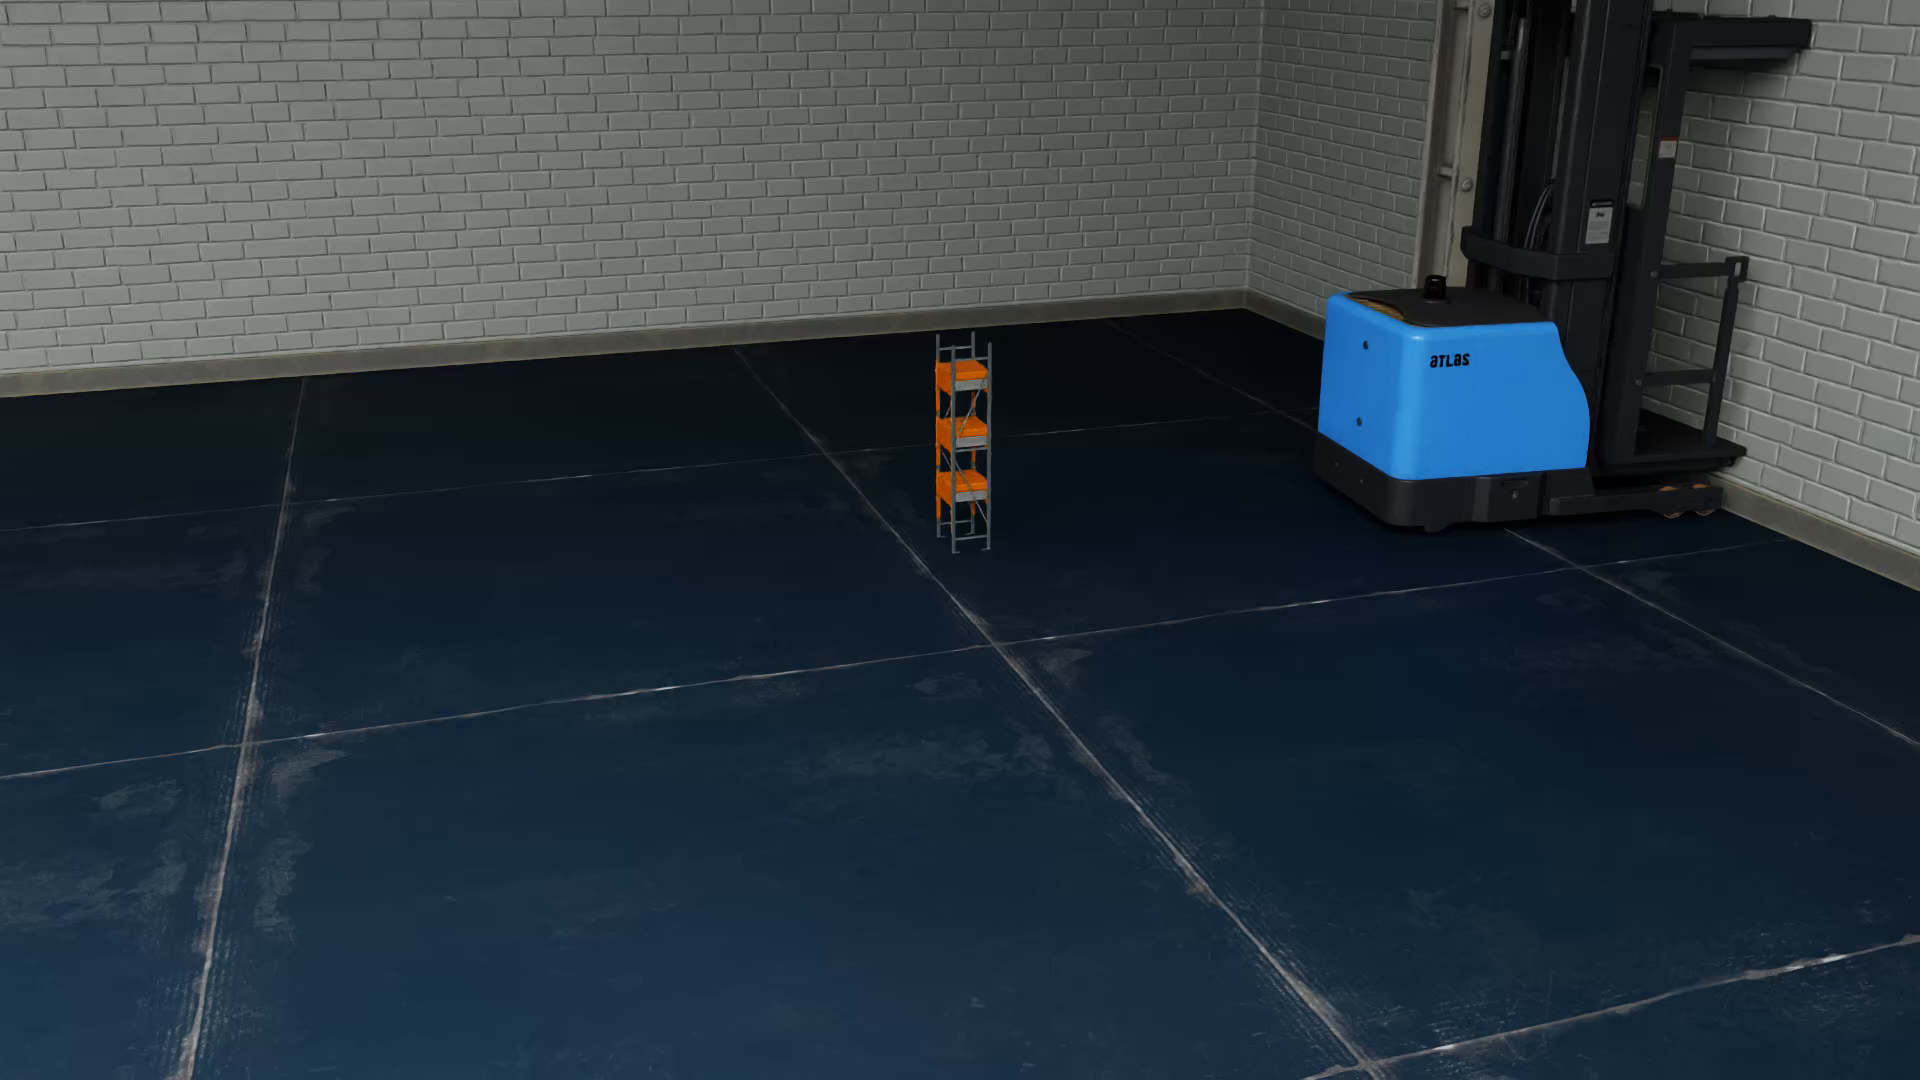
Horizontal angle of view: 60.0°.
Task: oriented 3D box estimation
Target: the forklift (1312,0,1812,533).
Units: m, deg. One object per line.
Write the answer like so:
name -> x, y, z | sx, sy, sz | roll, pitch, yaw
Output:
forklift -> 3.533, -1.662, 8.709 | 3.031, 2.935, 1.130 | -5, 20, -13

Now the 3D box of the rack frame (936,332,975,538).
rack frame -> -0.022, -0.516, 8.300 | 0.200, 1.050, 0.008 | -6, 21, -17

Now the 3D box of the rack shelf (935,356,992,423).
rack shelf -> 0.017, -0.734, 8.099 | 0.215, 0.259, 0.240 | -6, 21, -17

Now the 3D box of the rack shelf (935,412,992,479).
rack shelf -> 0.017, -0.467, 8.195 | 0.215, 0.259, 0.240 | -6, 21, -17

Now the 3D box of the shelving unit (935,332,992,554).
shelving unit -> 0.017, -0.477, 8.191 | 0.215, 1.050, 0.252 | -6, 21, -17

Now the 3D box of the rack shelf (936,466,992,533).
rack shelf -> 0.017, -0.205, 8.289 | 0.215, 0.259, 0.240 | -6, 21, -17

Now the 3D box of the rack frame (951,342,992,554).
rack frame -> 0.055, -0.438, 8.082 | 0.200, 1.050, 0.008 | -6, 21, -17

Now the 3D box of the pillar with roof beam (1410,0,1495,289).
pillar with roof beam -> -0.910, -4.732, 8.280 | 9.100, 9.000, 0.400 | -6, 21, -17
